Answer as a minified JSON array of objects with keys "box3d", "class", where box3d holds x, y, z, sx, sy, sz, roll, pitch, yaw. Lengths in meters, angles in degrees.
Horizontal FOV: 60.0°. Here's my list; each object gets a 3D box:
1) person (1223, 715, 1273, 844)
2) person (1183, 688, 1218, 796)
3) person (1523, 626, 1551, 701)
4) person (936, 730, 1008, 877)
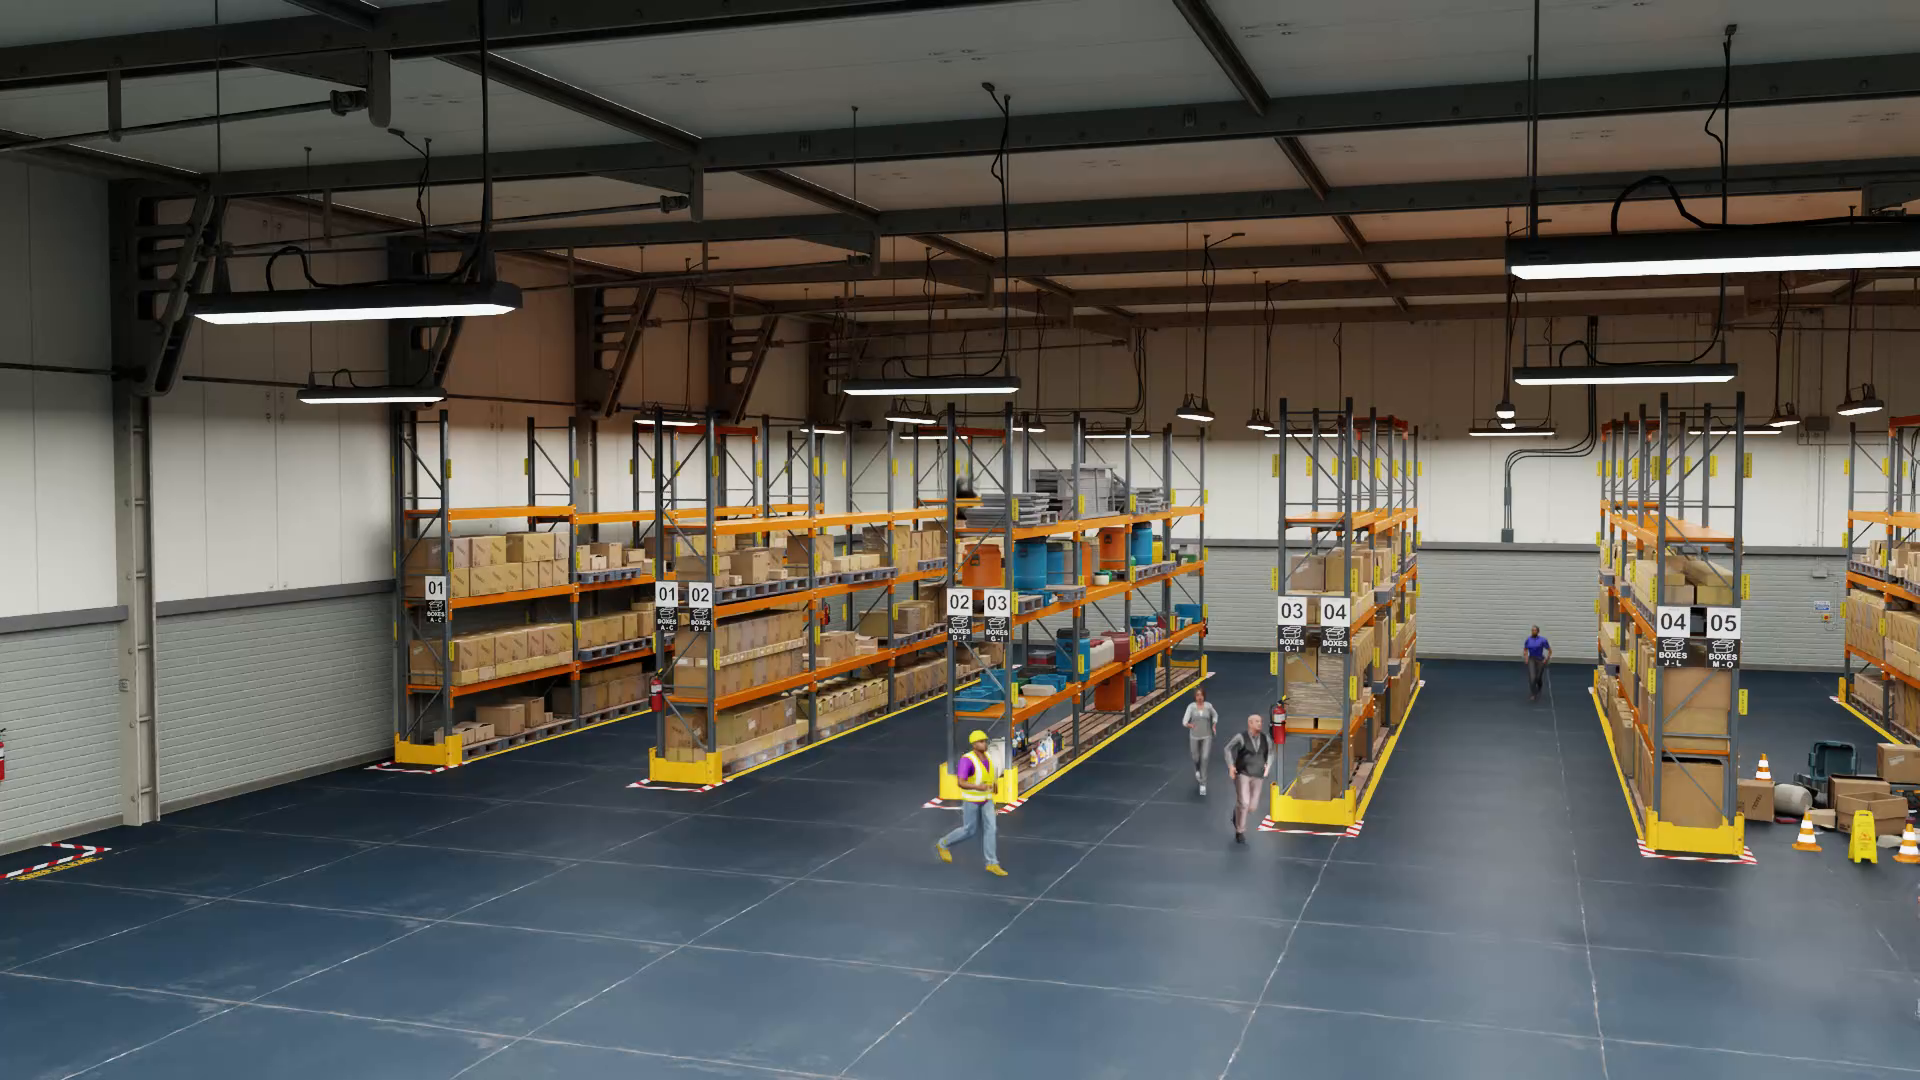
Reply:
[{"box3d":[3.928,3.211,22.579,0.701,1.690,0.733,0,2,-11],"class":"person"},{"box3d":[3.733,3.093,25.813,0.548,1.607,0.848,0,2,8],"class":"person"},{"box3d":[12.485,2.658,35.985,0.584,1.623,0.596,1,3,30],"class":"person"},{"box3d":[0.181,3.232,20.630,0.975,1.771,0.710,2,3,42],"class":"person"}]
